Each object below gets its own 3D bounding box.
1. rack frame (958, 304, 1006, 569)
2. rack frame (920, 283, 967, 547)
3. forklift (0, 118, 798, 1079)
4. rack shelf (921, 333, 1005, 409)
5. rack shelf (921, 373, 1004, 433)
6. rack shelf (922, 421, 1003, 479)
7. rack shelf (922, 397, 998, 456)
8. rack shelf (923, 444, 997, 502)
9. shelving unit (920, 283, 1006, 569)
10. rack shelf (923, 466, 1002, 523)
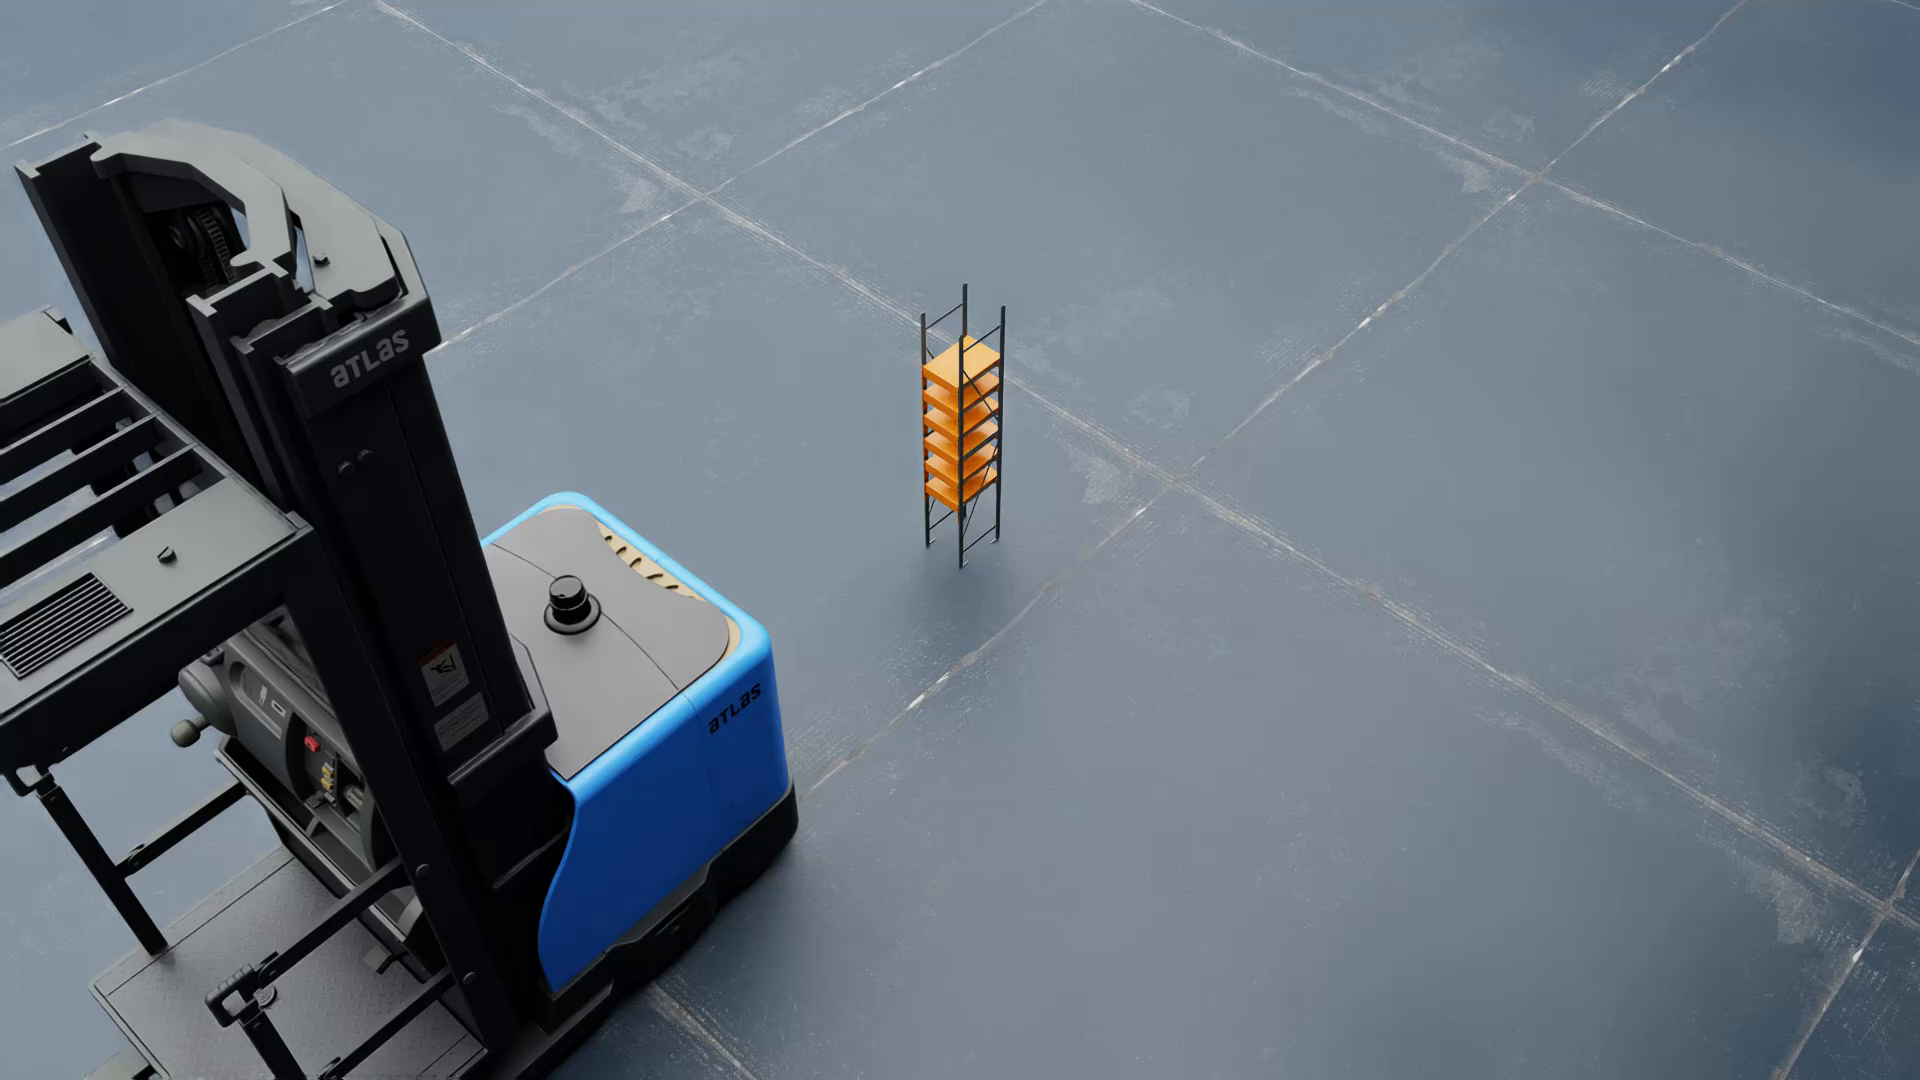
[{"bbox_3d":[0.078,-0.358,6.263,0.006,1.200,0.240,34,55,28],"label":"rack frame"},{"bbox_3d":[-0.057,-0.449,6.348,0.006,1.200,0.240,34,55,28],"label":"rack frame"},{"bbox_3d":[-1.913,0.583,4.192,1.130,2.935,3.031,33,55,27],"label":"forklift"},{"bbox_3d":[0.011,-0.620,6.076,0.180,0.103,0.258,34,55,28],"label":"rack shelf"},{"bbox_3d":[0.011,-0.537,6.163,0.180,0.103,0.258,34,55,28],"label":"rack shelf"},{"bbox_3d":[0.011,-0.373,6.338,0.180,0.103,0.258,34,55,28],"label":"rack shelf"},{"bbox_3d":[0.011,-0.455,6.251,0.180,0.103,0.258,34,55,28],"label":"rack shelf"},{"bbox_3d":[0.011,-0.291,6.426,0.180,0.103,0.258,34,55,28],"label":"rack shelf"},{"bbox_3d":[0.011,-0.404,6.306,0.189,1.200,0.258,34,55,28],"label":"shelving unit"},{"bbox_3d":[0.011,-0.209,6.513,0.180,0.103,0.258,34,55,28],"label":"rack shelf"}]
